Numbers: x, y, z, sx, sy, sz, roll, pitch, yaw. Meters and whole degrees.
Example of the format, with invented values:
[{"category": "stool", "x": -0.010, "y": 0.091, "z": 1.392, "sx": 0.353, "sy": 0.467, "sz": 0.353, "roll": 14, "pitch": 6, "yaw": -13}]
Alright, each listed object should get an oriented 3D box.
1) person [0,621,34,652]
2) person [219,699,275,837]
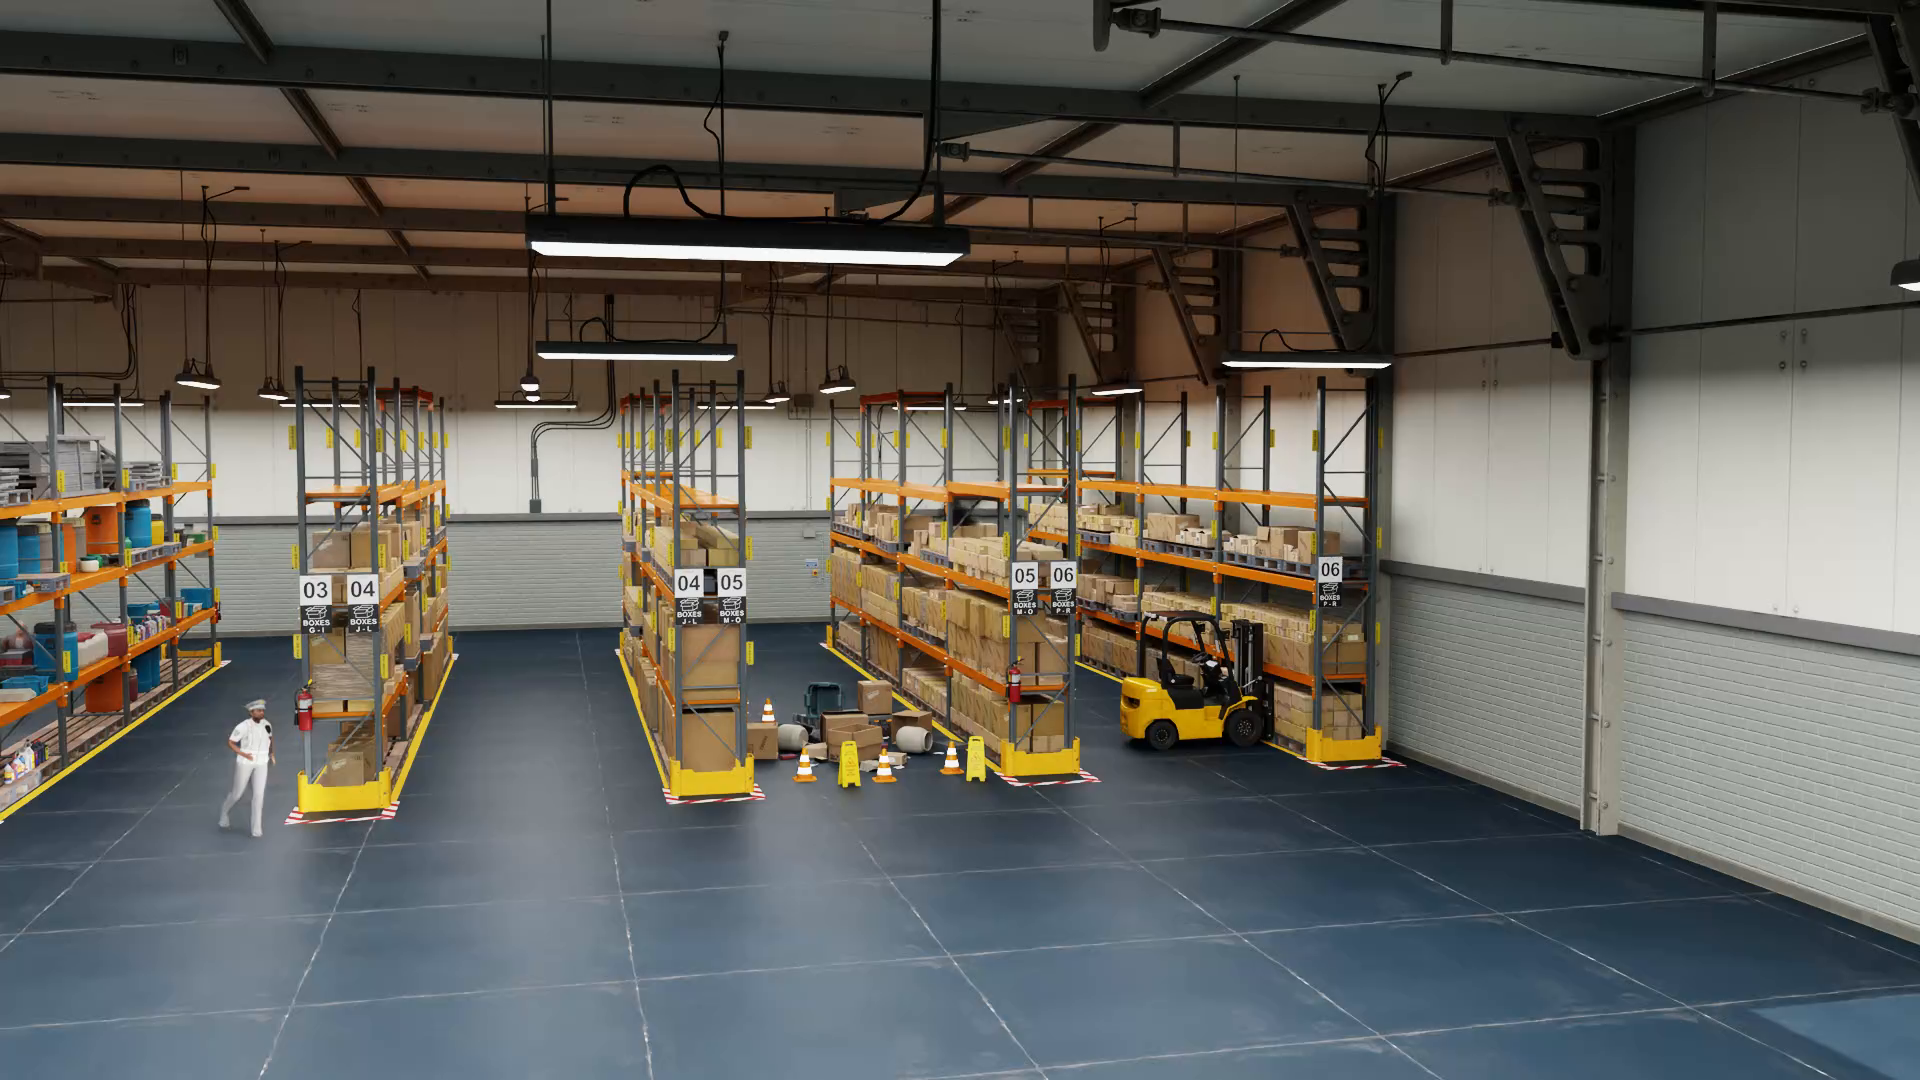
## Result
[{"category": "person", "x": -17.079, "y": 2.440, "z": 30.241, "sx": 0.696, "sy": 1.528, "sz": 0.669, "roll": -1, "pitch": 4, "yaw": -20}, {"category": "person", "x": -9.070, "y": 2.887, "z": 21.340, "sx": 0.663, "sy": 1.681, "sz": 0.918, "roll": -3, "pitch": 5, "yaw": -44}]
